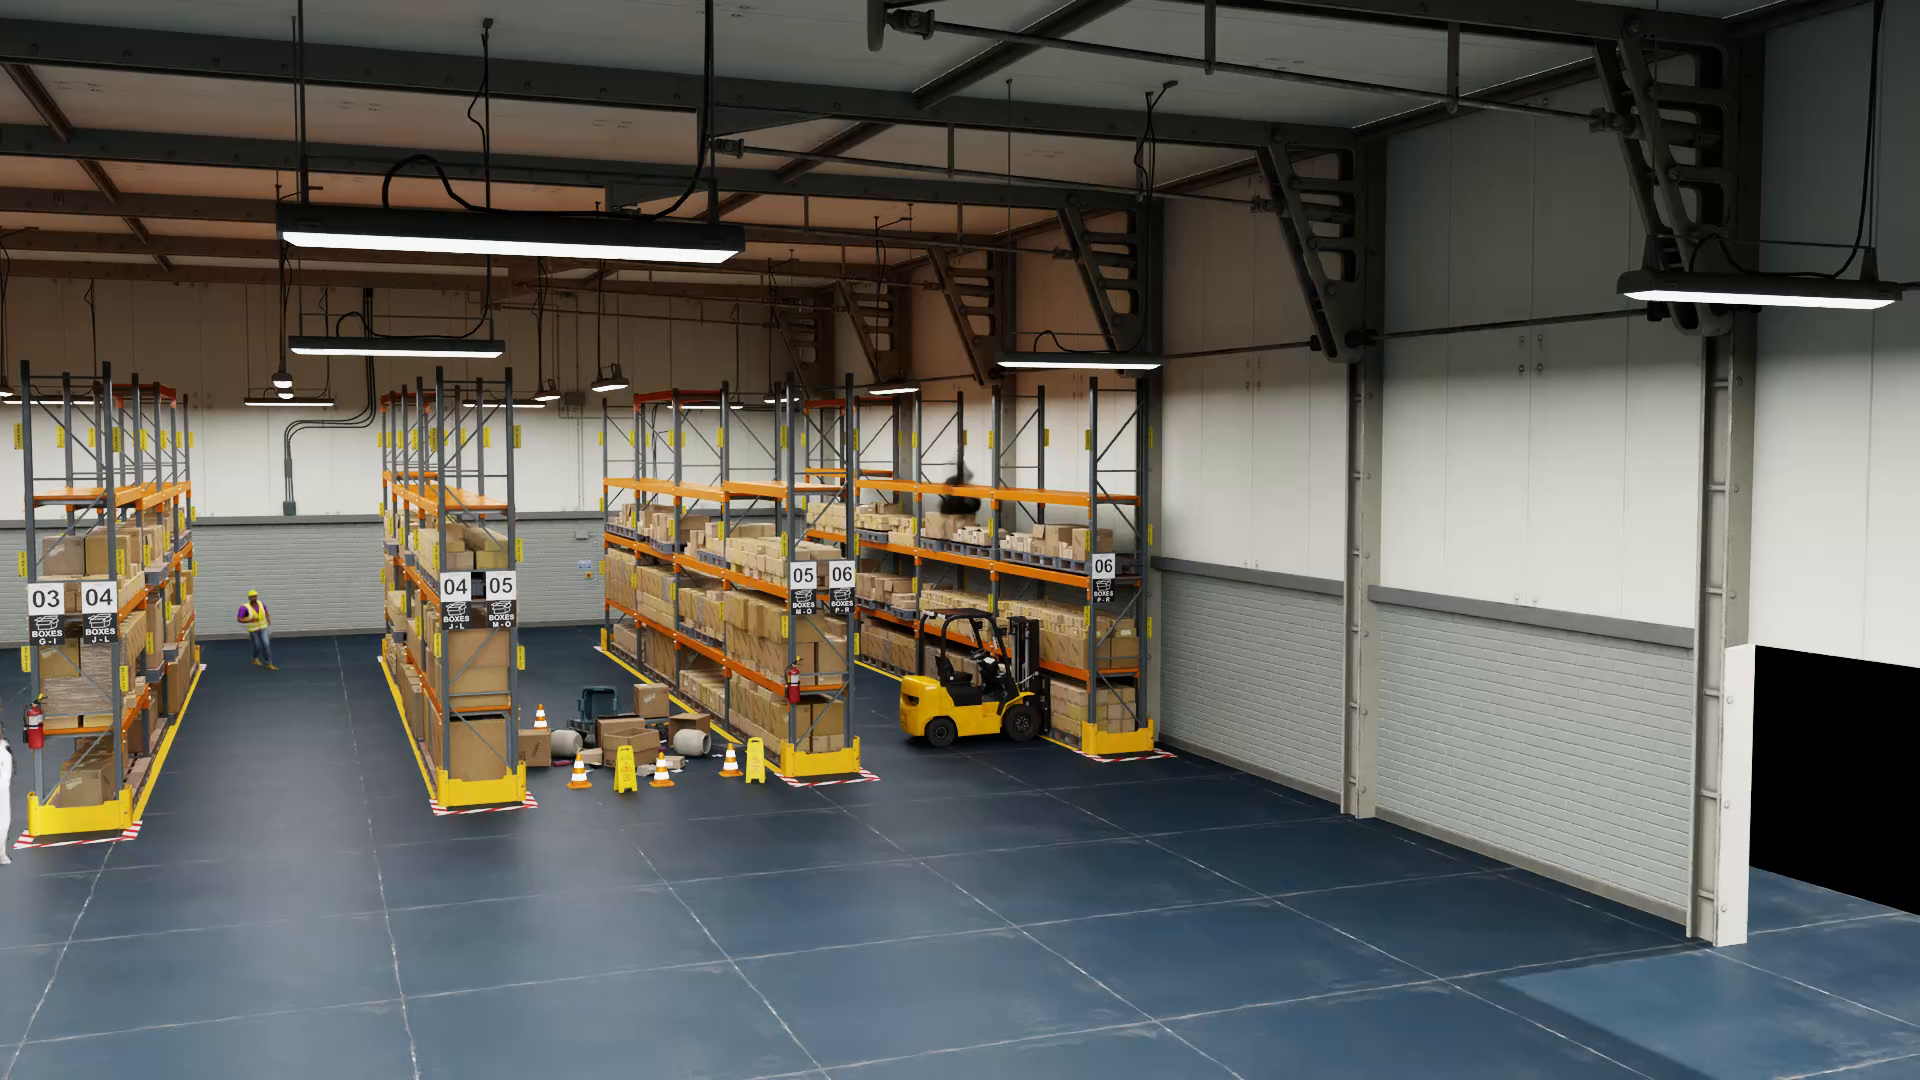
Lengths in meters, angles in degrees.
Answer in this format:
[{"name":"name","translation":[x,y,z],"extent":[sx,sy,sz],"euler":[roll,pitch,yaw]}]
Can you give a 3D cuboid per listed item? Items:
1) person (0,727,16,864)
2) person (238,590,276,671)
[{"name":"person","translation":[-11.587,2.992,19.855],"extent":[0.859,1.663,0.615],"euler":[2,4,30]},{"name":"person","translation":[-15.363,1.958,36.223],"extent":[0.929,1.743,0.734],"euler":[3,5,44]}]
